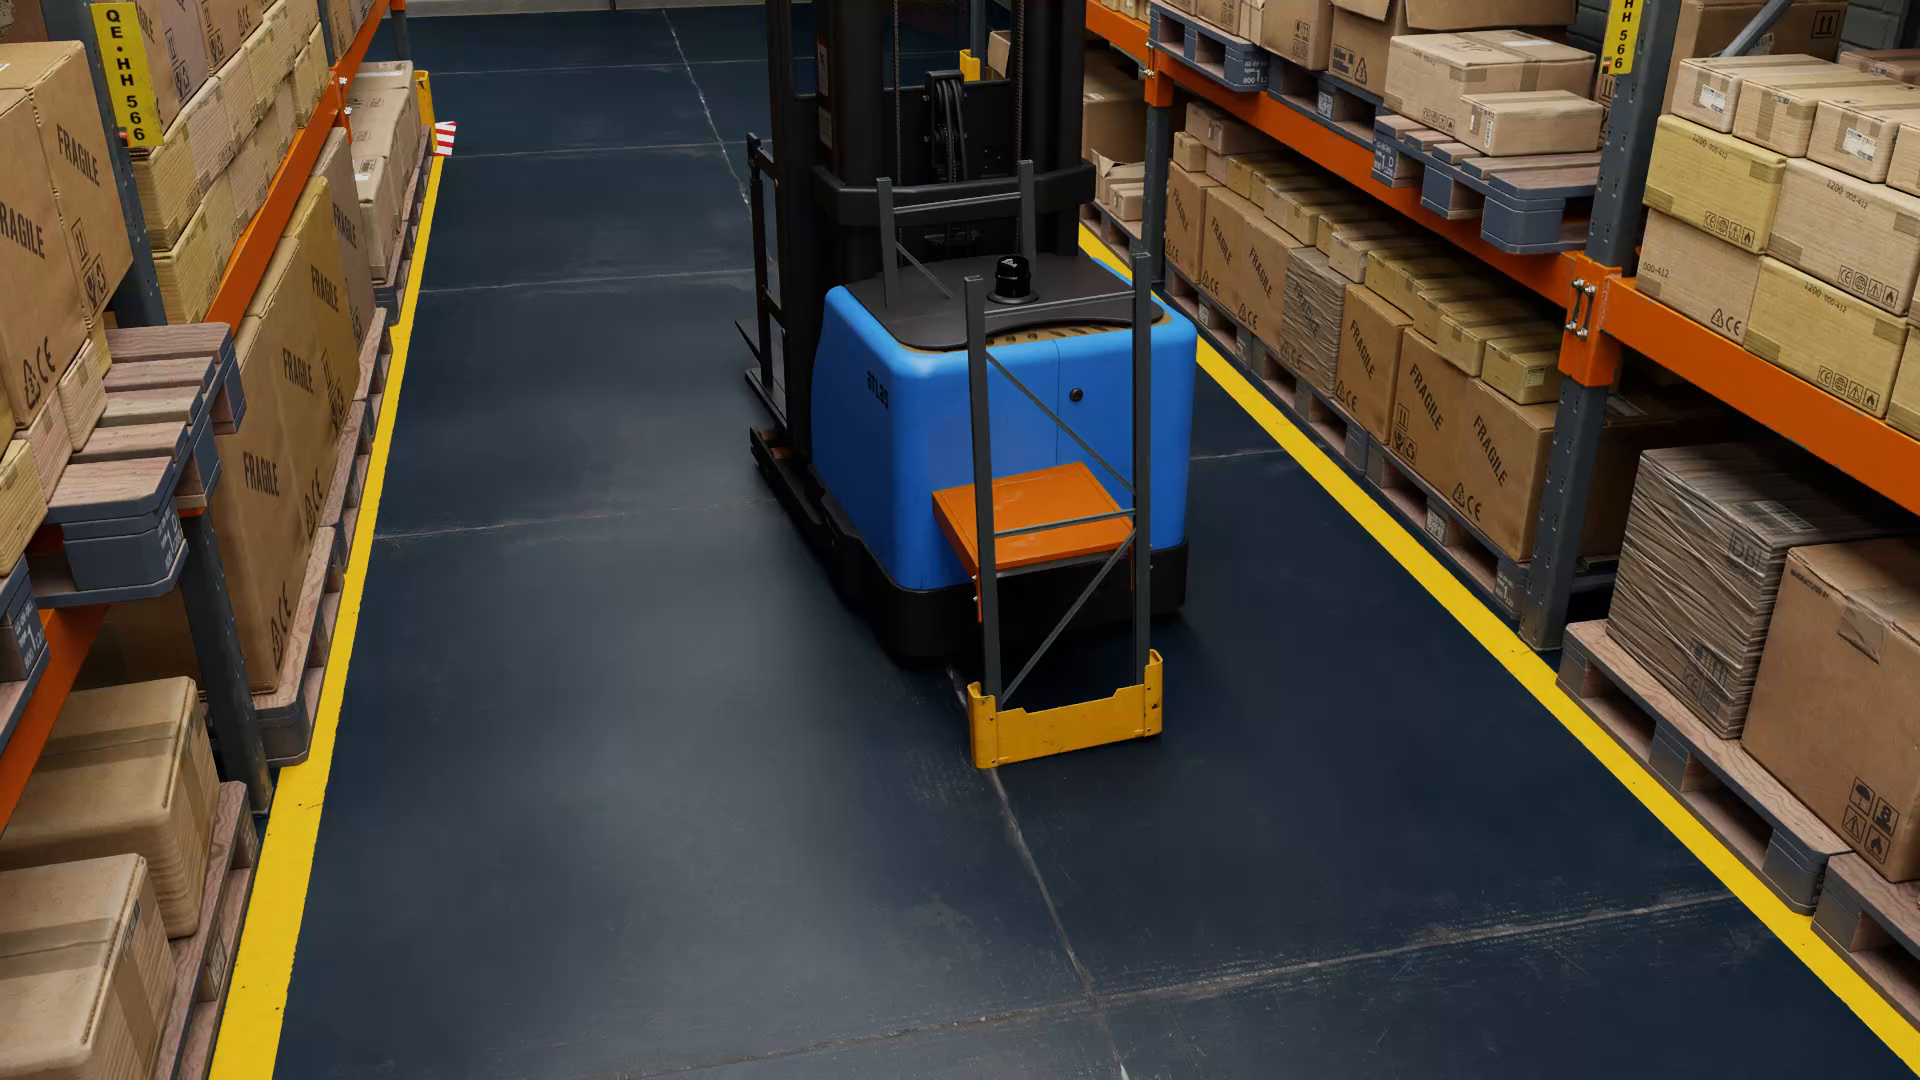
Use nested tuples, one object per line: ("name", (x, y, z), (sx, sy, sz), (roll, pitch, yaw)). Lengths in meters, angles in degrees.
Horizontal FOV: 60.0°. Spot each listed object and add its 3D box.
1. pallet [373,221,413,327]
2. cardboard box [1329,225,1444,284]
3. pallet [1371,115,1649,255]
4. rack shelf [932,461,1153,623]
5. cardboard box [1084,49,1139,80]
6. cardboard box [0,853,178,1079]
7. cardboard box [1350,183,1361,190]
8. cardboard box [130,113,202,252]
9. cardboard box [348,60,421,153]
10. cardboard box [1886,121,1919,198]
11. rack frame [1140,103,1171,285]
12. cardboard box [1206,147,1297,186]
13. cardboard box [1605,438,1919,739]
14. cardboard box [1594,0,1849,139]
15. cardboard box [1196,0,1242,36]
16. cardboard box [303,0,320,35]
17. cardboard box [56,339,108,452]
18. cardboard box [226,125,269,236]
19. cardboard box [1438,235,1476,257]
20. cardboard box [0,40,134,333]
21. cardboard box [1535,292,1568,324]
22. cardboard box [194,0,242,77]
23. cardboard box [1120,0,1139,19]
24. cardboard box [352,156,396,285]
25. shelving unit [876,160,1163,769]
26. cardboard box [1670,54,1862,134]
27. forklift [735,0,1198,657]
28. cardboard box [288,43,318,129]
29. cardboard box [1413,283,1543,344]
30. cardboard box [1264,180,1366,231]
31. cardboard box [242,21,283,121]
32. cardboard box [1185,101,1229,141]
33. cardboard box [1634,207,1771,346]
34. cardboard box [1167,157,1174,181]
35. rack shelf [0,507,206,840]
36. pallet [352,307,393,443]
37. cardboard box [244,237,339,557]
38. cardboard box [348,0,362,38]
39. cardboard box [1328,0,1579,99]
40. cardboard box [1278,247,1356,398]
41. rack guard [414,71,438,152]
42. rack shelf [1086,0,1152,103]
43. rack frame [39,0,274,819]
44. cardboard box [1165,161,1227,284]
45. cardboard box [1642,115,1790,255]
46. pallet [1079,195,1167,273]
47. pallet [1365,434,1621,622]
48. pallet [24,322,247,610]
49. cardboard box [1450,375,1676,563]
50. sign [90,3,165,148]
("pallet", (-3.453, -1.386, 8.761), (1.003, 0.211, 1.213), (-6, 27, -12))
("cardboard box", (1.749, -1.176, 6.839), (0.380, 0.149, 0.250), (-7, 28, -14))
("pallet", (2.158, -1.243, 5.597), (1.213, 0.211, 1.003), (-6, 27, -12))
("rack shelf", (0.166, -0.105, 5.162), (0.538, 0.185, 1.000), (-10, 28, -12))
("cardboard box", (0.776, -2.965, 11.103), (0.700, 0.500, 0.500), (-5, 27, -9))
("cardboard box", (-2.165, 1.025, 3.341), (0.950, 0.372, 0.625), (-6, 27, -13))
("cardboard box", (2.052, -1.693, 7.863), (0.380, 0.149, 0.250), (-7, 28, -14))
("cardboard box", (-2.330, -0.937, 4.388), (0.500, 0.250, 0.500), (-6, 27, -12))
("cardboard box", (-4.013, -2.809, 10.864), (0.875, 0.438, 0.875), (-7, 28, -13))
("cardboard box", (2.379, -0.862, 3.798), (0.380, 0.149, 0.250), (-6, 27, -11))
("rack frame", (1.477, -2.795, 8.458), (1.000, 3.000, 0.127), (-6, 27, -12))
("cardboard box", (1.437, -1.857, 8.189), (0.380, 0.149, 0.250), (-7, 28, -13))
("cardboard box", (2.506, 0.109, 4.874), (0.875, 0.625, 0.625), (-5, 27, -10))
("cardboard box", (2.415, -1.512, 5.341), (0.500, 0.500, 0.500), (-5, 27, -9))
("cardboard box", (1.485, -2.564, 7.424), (0.700, 0.500, 0.500), (-6, 27, -11))
("cardboard box", (-3.022, -2.276, 7.042), (0.500, 0.250, 0.500), (-6, 27, -12))
("cardboard box", (-1.922, -0.272, 3.272), (0.380, 0.149, 0.250), (-6, 27, -12))
("cardboard box", (-2.567, -1.161, 5.387), (0.500, 0.250, 0.500), (-5, 27, -10))
("cardboard box", (2.221, -1.223, 6.931), (0.380, 0.149, 0.250), (-6, 27, -11))
("cardboard box", (-2.083, -0.726, 3.453), (0.500, 0.500, 0.500), (-7, 28, -13))
("cardboard box", (2.397, -0.881, 6.254), (0.380, 0.149, 0.250), (-6, 27, -11))
("cardboard box", (-2.552, -1.711, 5.090), (0.500, 0.500, 0.500), (-5, 27, -10))
("cardboard box", (1.080, -2.909, 8.963), (0.380, 0.149, 0.250), (-5, 27, -10))
("cardboard box", (-3.395, -1.619, 8.506), (0.875, 0.438, 0.875), (-6, 27, -12))
("shelving unit", (0.154, -0.268, 5.086), (0.587, 1.500, 1.083), (-10, 28, -12))
("cardboard box", (2.164, -1.203, 4.473), (0.380, 0.149, 0.250), (-5, 27, -10))
("forklift", (-0.217, -1.574, 6.116), (1.130, 2.935, 3.031), (-9, 28, -18))
("cardboard box", (-2.897, -1.827, 6.707), (0.500, 0.250, 0.500), (-6, 27, -12))
("cardboard box", (1.913, -0.828, 6.149), (0.380, 0.149, 0.250), (-7, 28, -13))
("cardboard box", (1.601, -1.513, 7.508), (0.380, 0.149, 0.250), (-6, 27, -12))
("cardboard box", (-2.647, -1.608, 5.718), (0.500, 0.250, 0.500), (-5, 27, -11))
("cardboard box", (1.358, -2.110, 8.360), (0.380, 0.149, 0.250), (-6, 27, -12))
("cardboard box", (2.241, -0.752, 4.577), (0.500, 0.250, 0.500), (-6, 27, -11))
("cardboard box", (1.461, -2.214, 10.005), (0.380, 0.149, 0.250), (-6, 27, -12))
("rack shelf", (-2.006, 0.666, 2.399), (1.077, 0.370, 4.000), (-6, 27, -12))
("pallet", (-3.110, -0.713, 7.428), (1.003, 0.211, 1.213), (-6, 27, -12))
("cardboard box", (-2.728, -0.475, 5.755), (0.875, 0.875, 0.875), (-6, 27, -11))
("cardboard box", (-3.318, -2.787, 8.333), (0.500, 0.500, 0.500), (-6, 27, -11))
("cardboard box", (1.831, -1.970, 6.243), (0.797, 0.503, 0.637), (-7, 28, -13))
("cardboard box", (1.716, -0.950, 7.112), (0.500, 0.500, 0.500), (-7, 28, -13))
("rack guard", (-4.265, -2.939, 11.519), (1.175, 0.500, 0.348), (-6, 27, -12))
("rack shelf", (1.027, -3.351, 10.359), (1.077, 0.370, 4.000), (-6, 27, -12))
("rack frame", (-2.456, -0.533, 3.977), (1.000, 3.000, 0.127), (-6, 27, -12))
("cardboard box", (1.367, -1.631, 8.460), (0.500, 0.500, 0.500), (-5, 27, -9))
("cardboard box", (2.216, -0.973, 4.460), (0.500, 0.250, 0.500), (-6, 27, -12))
("pallet", (1.324, -1.851, 9.684), (1.003, 0.211, 1.213), (-6, 27, -12))
("pallet", (2.247, -0.125, 6.264), (1.003, 0.211, 1.213), (-6, 27, -12))
("pallet", (-2.192, -0.145, 3.422), (1.213, 0.211, 1.003), (-6, 27, -12))
("cardboard box", (2.074, -0.274, 5.772), (0.500, 0.500, 0.500), (-5, 27, -10))
("sign", (-1.930, -1.074, 3.851), (0.100, 0.325, 0.005), (-6, 27, -12))
